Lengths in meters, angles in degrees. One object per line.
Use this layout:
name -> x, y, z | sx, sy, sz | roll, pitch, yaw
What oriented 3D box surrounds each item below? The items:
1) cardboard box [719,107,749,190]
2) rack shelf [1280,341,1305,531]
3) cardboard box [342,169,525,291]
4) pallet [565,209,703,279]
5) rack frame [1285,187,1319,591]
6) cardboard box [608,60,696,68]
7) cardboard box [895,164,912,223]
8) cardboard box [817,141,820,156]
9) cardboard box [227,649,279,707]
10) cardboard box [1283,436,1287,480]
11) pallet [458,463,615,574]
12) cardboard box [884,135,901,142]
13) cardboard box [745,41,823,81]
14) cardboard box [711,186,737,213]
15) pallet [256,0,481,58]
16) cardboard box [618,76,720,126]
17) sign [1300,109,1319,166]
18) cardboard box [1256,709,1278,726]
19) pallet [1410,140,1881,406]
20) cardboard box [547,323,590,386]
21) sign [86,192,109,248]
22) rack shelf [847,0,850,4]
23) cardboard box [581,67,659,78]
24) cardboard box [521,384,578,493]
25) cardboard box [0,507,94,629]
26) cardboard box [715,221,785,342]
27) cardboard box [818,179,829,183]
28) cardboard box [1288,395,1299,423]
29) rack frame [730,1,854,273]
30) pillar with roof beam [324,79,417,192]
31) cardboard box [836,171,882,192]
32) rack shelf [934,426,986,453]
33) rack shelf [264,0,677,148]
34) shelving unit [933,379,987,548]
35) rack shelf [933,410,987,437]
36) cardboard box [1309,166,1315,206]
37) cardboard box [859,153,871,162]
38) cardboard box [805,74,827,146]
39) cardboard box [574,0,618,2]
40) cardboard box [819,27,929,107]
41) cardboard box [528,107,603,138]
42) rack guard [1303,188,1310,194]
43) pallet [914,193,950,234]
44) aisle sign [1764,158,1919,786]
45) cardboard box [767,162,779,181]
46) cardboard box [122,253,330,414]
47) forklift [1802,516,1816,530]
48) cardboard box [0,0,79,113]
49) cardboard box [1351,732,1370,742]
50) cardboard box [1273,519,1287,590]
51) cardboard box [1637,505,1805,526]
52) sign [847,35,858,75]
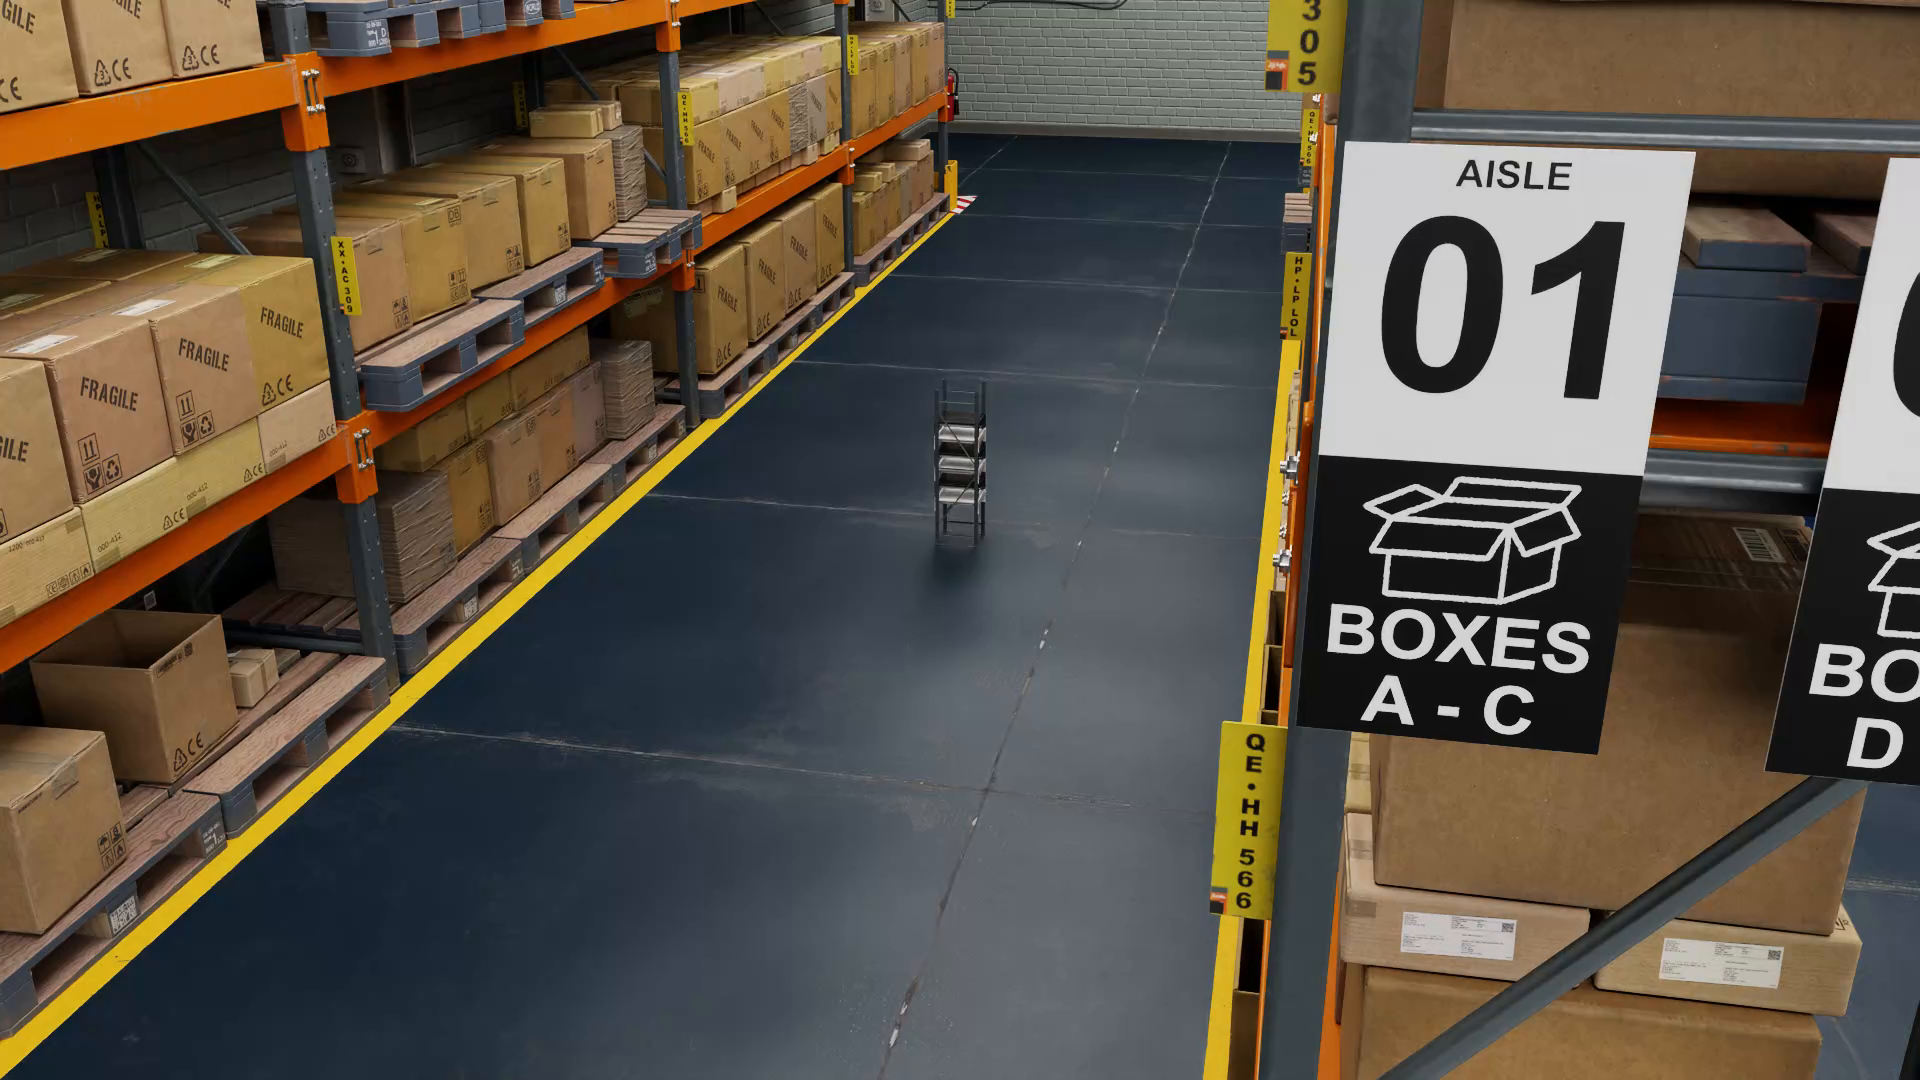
cardboard box -> -1.798, -2.736, 11.573 | 0.500, 0.500, 0.500 | 5, 23, 13
rack shelf -> 2.178, -0.752, 8.168 | 1.077, 0.370, 4.000 | 4, 22, 11
cardboard box -> -2.718, -1.611, 8.617 | 0.700, 0.500, 0.500 | 8, 23, 18
pallet -> -2.305, -1.836, 10.153 | 1.213, 0.211, 1.003 | 4, 22, 11
rack frame -> 1.770, -0.354, 6.218 | 1.000, 3.000, 0.127 | 4, 22, 11
cardboard box -> -2.208, -3.297, 11.962 | 0.500, 0.250, 0.500 | 4, 22, 10
cardboard box -> -0.881, -3.524, 16.872 | 0.700, 0.500, 0.500 | 4, 22, 9
cardboard box -> -1.365, -3.218, 13.639 | 0.380, 0.149, 0.250 | 5, 23, 13
cardboard box -> -3.160, 0.578, 7.108 | 0.380, 0.166, 0.250 | 2, 22, 4
cardboard box -> 2.090, -0.383, 9.409 | 0.500, 0.250, 0.500 | 4, 22, 9
pallet -> -2.676, -0.169, 9.491 | 1.003, 0.211, 1.213 | 4, 22, 11
cardboard box -> -0.847, -4.253, 17.813 | 0.380, 0.149, 0.250 | 5, 22, 11
cardboard box -> -1.406, -3.821, 13.263 | 0.500, 0.250, 0.500 | 5, 22, 12
cardboard box -> -1.773, -2.371, 11.535 | 0.380, 0.149, 0.250 | 5, 23, 13
pallet -> -2.850, -2.252, 7.167 | 1.213, 0.211, 1.003 | 4, 22, 11
cardboard box -> -1.913, -2.892, 10.956 | 0.500, 0.250, 0.500 | 5, 22, 12
sign -> 2.053, -2.355, 9.743 | 0.100, 0.325, 0.005 | 4, 22, 11
cardboard box -> 1.165, 0.890, 5.243 | 0.500, 0.500, 0.500 | 4, 22, 11
pallet -> 1.123, -0.498, 2.679 | 1.003, 0.211, 1.213 | 4, 22, 11
cardboard box -> -2.538, -1.115, 9.860 | 0.500, 0.250, 0.500 | 5, 22, 12
sign -> -3.624, -1.308, 7.037 | 0.100, 0.325, 0.005 | 4, 22, 11
rack shelf -> -1.040, -5.445, 15.807 | 1.077, 0.370, 4.000 | 4, 22, 11
cardboard box -> -2.316, -3.110, 11.497 | 0.500, 0.250, 0.500 | 4, 22, 9
cardboard box -> -2.653, -0.607, 9.603 | 0.700, 0.500, 0.500 | 4, 22, 11
cardboard box -> -3.179, 0.077, 5.321 | 0.500, 0.250, 0.500 | 5, 22, 11
cardboard box -> -1.801, -1.970, 12.545 | 0.750, 0.750, 0.750 | 4, 22, 11
cardboard box -> -1.419, -3.220, 15.250 | 0.380, 0.149, 0.250 | 4, 22, 11
cardboard box -> 2.093, -0.635, 9.282 | 0.500, 0.311, 0.500 | 4, 22, 10
rack frame -> -1.448, -3.656, 14.417 | 1.000, 3.000, 0.127 | 4, 22, 11
pillar with roof beam -> 0.838, -4.238, 7.832 | 9.100, 9.000, 0.400 | 4, 22, 11
cardboard box -> -0.946, -3.369, 15.620 | 0.380, 0.149, 0.250 | 5, 23, 13
rack shelf -> 0.002, -0.556, 9.138 | 0.258, 0.077, 0.200 | 4, 22, 11
rack shelf -> -2.672, -2.520, 8.542 | 1.077, 0.370, 4.000 | 4, 22, 11
shelving unit -> 0.002, -0.420, 9.193 | 0.258, 0.900, 0.210 | 4, 22, 11
rack shelf -> 0.002, -0.640, 9.104 | 0.258, 0.077, 0.200 | 4, 22, 11
cardboard box -> 2.604, -2.297, 10.346 | 0.700, 0.500, 0.500 | -3, 22, -7
cardboard box -> -1.104, -3.789, 16.661 | 0.380, 0.149, 0.250 | 5, 22, 11
cardboard box -> -1.390, -3.474, 13.407 | 0.500, 0.500, 0.500 | 5, 22, 11
cardboard box -> -2.147, -3.269, 9.532 | 0.500, 0.311, 0.500 | 4, 22, 11
cardboard box -> -0.863, -4.804, 16.865 | 0.980, 0.700, 0.700 | 4, 22, 10
cardboard box -> -2.356, -2.497, 9.948 | 0.380, 0.149, 0.250 | 1, 22, 2
rack guard -> 4.203, -3.555, 17.513 | 1.175, 0.500, 0.348 | 4, 22, 11
pallet -> -0.718, -3.527, 17.829 | 1.003, 0.211, 1.213 | 4, 22, 11
aisle sign -> 1.240, -0.050, 1.982 | 0.394, 0.787, 0.004 | 4, 22, 11
cardboard box -> -1.607, -2.846, 12.715 | 0.380, 0.149, 0.250 | 5, 23, 13
cardboard box -> -2.874, -0.821, 6.548 | 0.500, 0.500, 0.500 | 4, 22, 11
forklift -> 4.936, -1.245, 8.521 | 1.130, 2.935, 3.031 | 6, 23, 13
cardboard box -> -3.133, -1.584, 5.097 | 0.500, 0.500, 0.500 | 4, 22, 9
cardboard box -> 0.949, 0.418, 3.299 | 0.380, 0.149, 0.250 | 4, 22, 10
cardboard box -> 1.672, 0.106, 7.444 | 0.500, 0.311, 0.500 | 5, 22, 12
cardboard box -> 1.174, 0.079, 3.272 | 0.700, 0.500, 0.500 | 4, 22, 10
sign -> -0.915, -4.119, 14.121 | 0.100, 0.325, 0.005 | 4, 22, 11
